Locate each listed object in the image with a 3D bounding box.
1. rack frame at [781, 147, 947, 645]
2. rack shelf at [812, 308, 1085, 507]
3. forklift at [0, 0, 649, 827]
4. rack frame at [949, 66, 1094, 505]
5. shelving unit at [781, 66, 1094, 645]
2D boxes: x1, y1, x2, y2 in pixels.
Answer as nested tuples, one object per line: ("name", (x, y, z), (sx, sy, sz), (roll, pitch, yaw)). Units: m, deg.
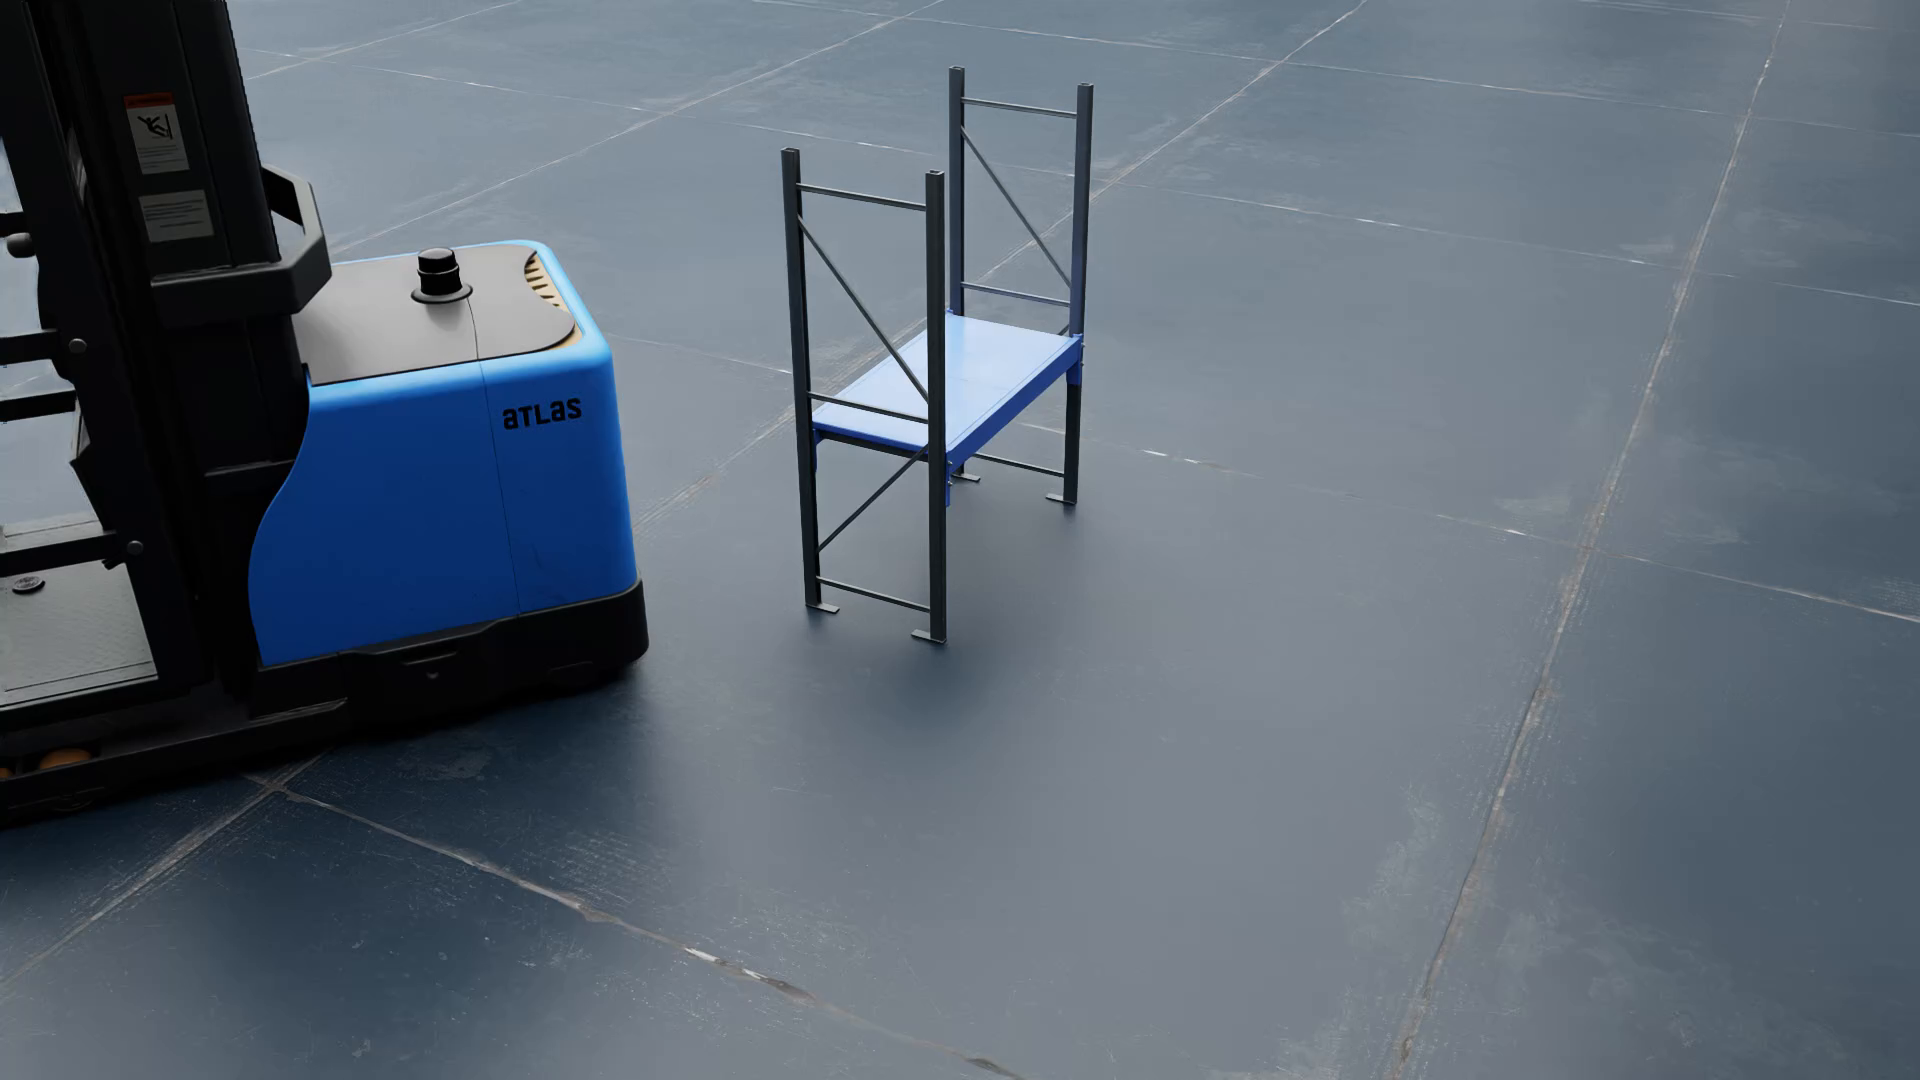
("rack frame", (-0.270, -0.387, 4.918), (0.500, 1.500, 0.032), (14, 33, 23))
("rack shelf", (-0.039, -0.457, 5.400), (0.538, 0.185, 1.000), (14, 33, 23))
("forklift", (-2.510, -0.803, 4.205), (3.031, 2.935, 1.130), (-12, 32, -20))
("rack frame", (0.193, -0.838, 5.703), (0.500, 1.500, 0.032), (14, 33, 23))
("shelving unit", (-0.039, -0.613, 5.311), (0.538, 1.500, 1.048), (14, 33, 23))
